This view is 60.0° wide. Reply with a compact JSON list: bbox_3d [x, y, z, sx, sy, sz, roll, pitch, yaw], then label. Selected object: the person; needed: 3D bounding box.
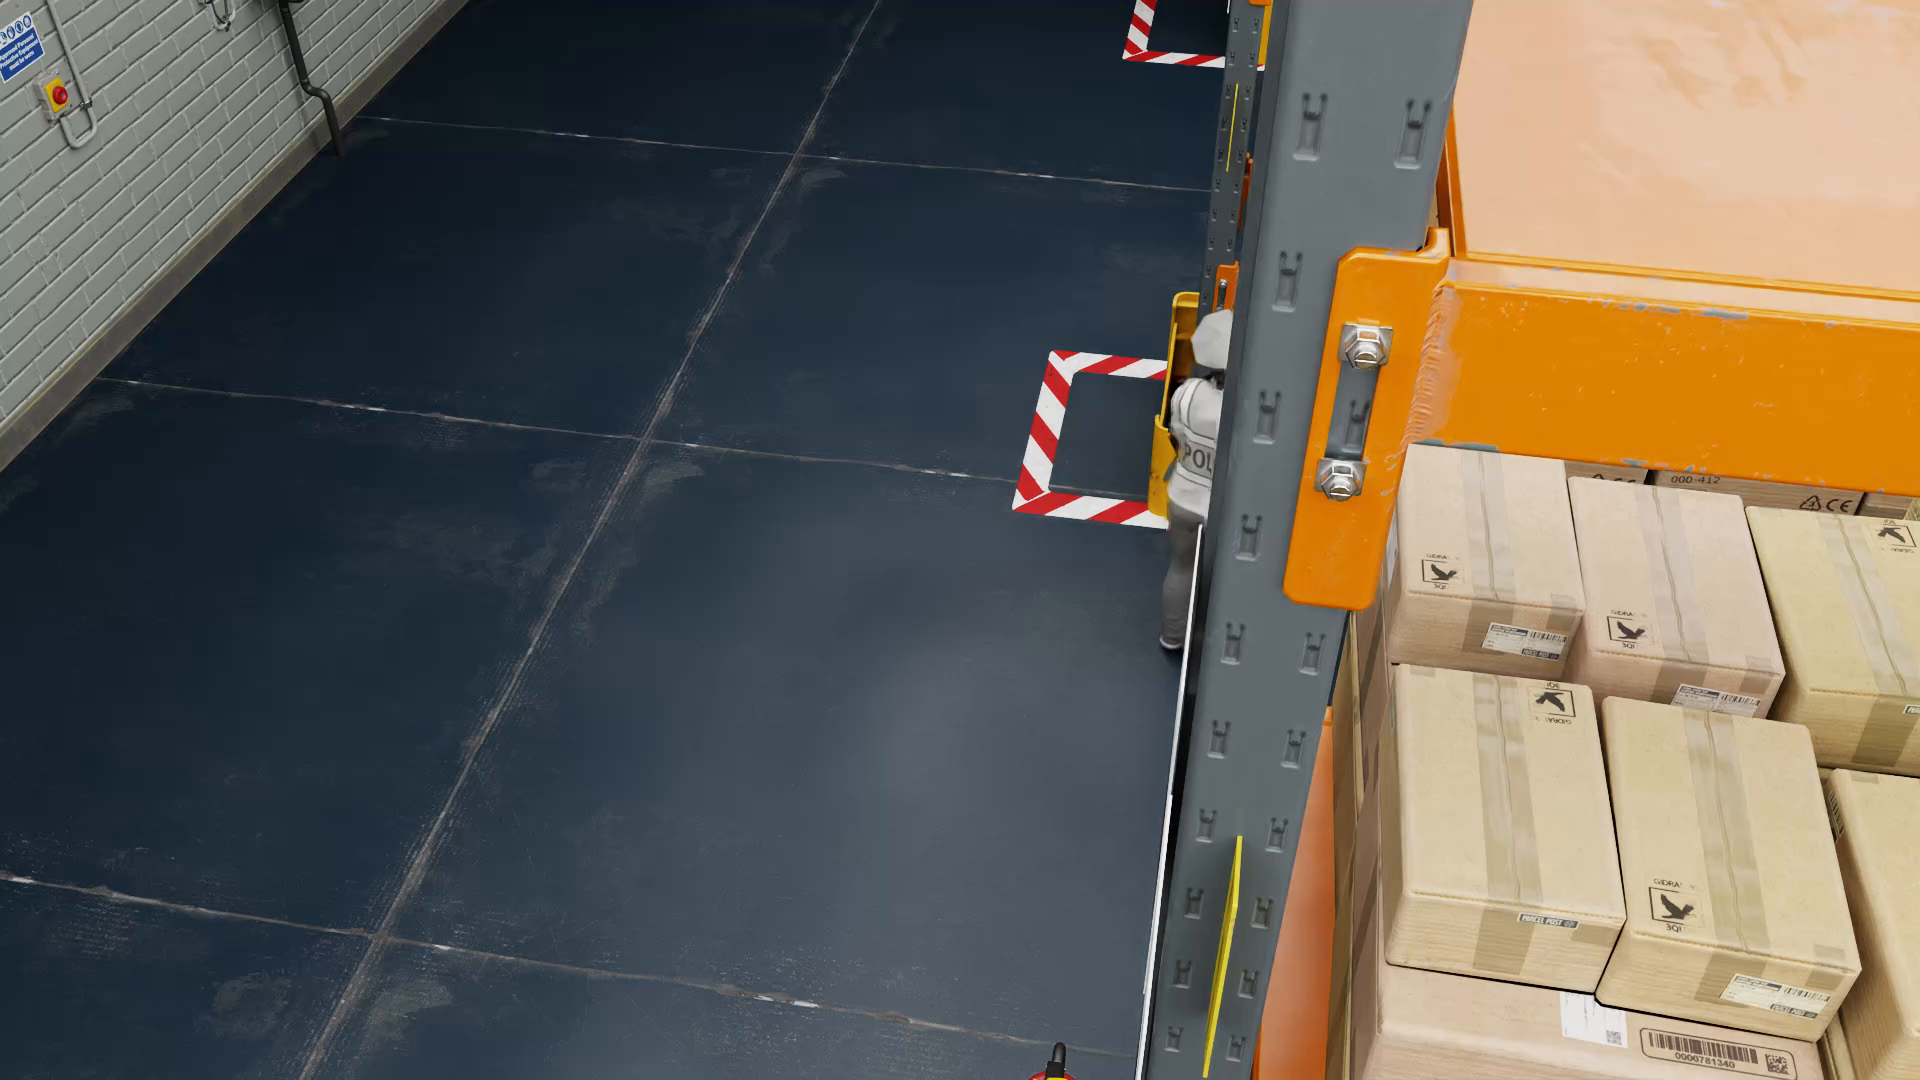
[{"bbox_3d":[1.061,-0.155,6.518,0.532,1.702,0.422,19,44,21],"label":"person"}]
